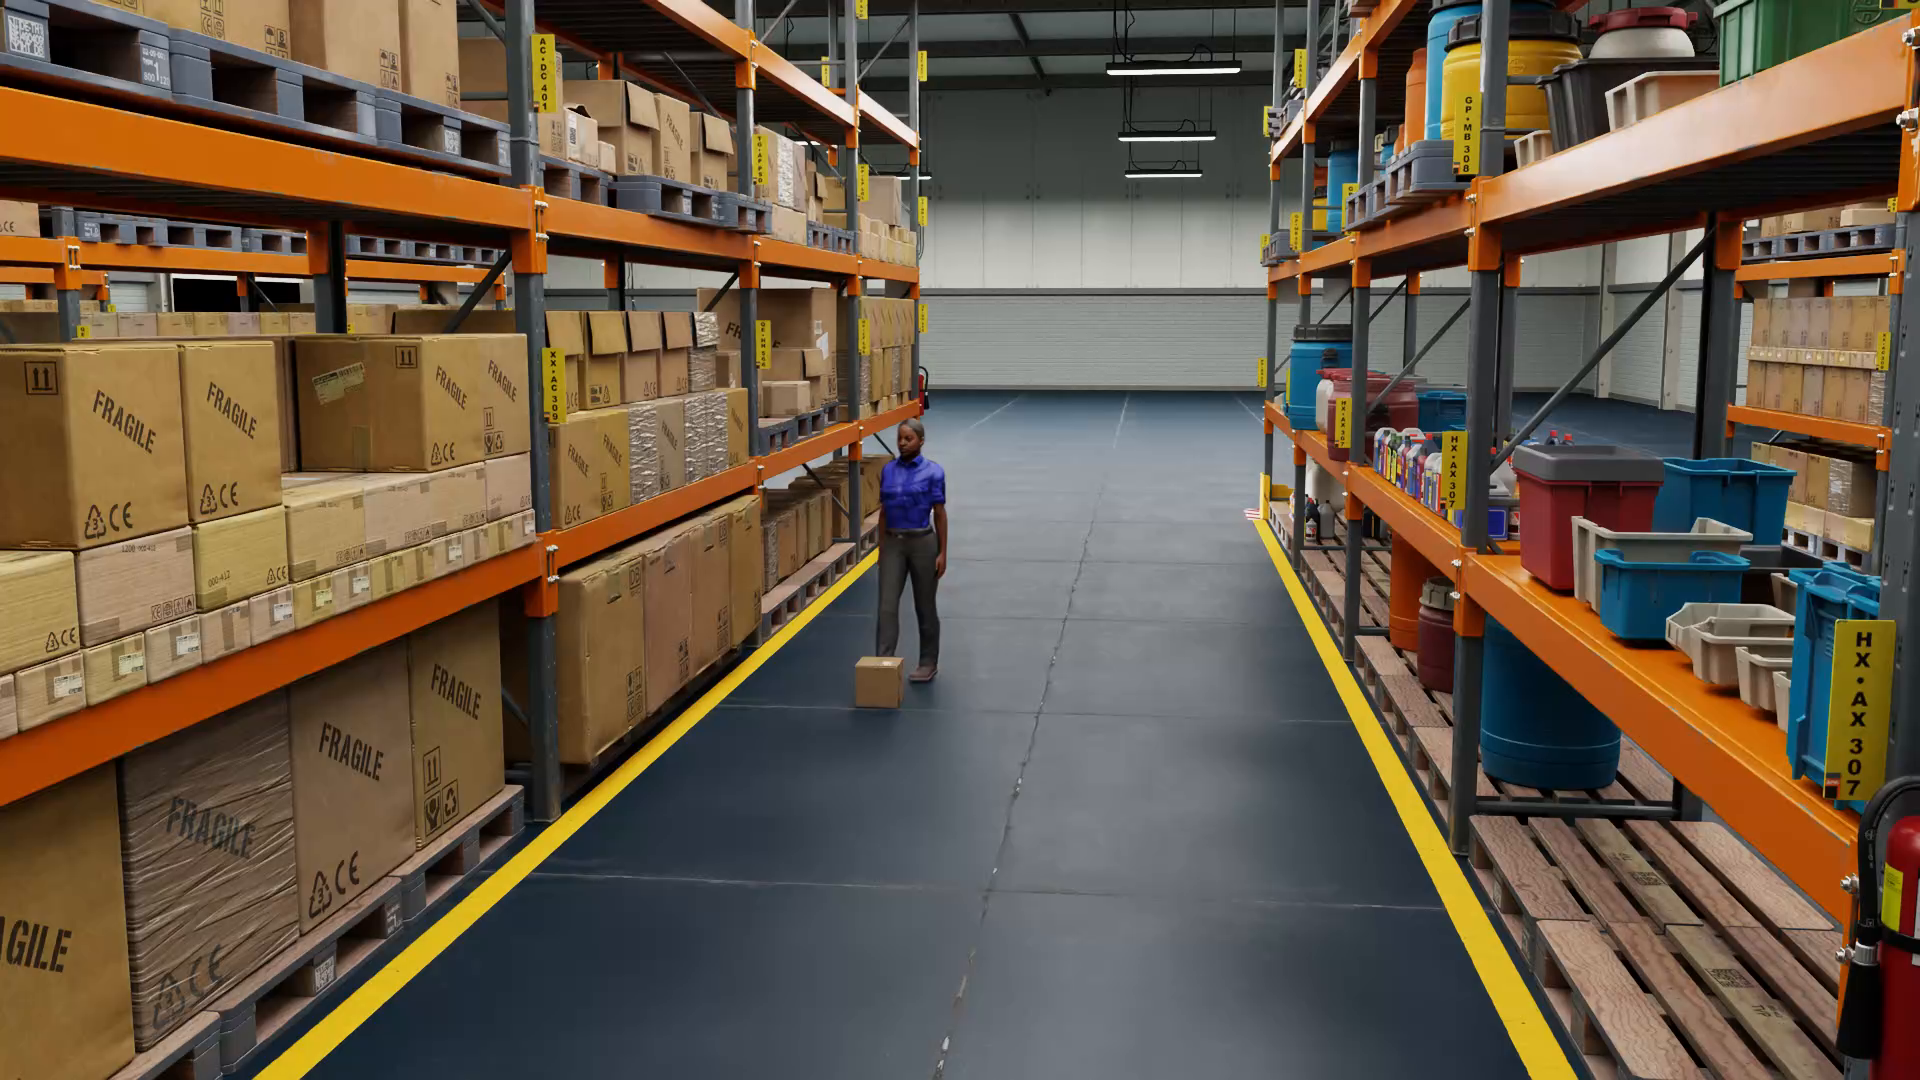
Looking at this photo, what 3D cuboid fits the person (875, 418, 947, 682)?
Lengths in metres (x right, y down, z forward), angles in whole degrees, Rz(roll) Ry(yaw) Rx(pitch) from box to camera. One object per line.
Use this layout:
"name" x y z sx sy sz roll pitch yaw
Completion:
"person" -0.332 0.084 10.171 0.458 1.643 0.697 2 8 16
